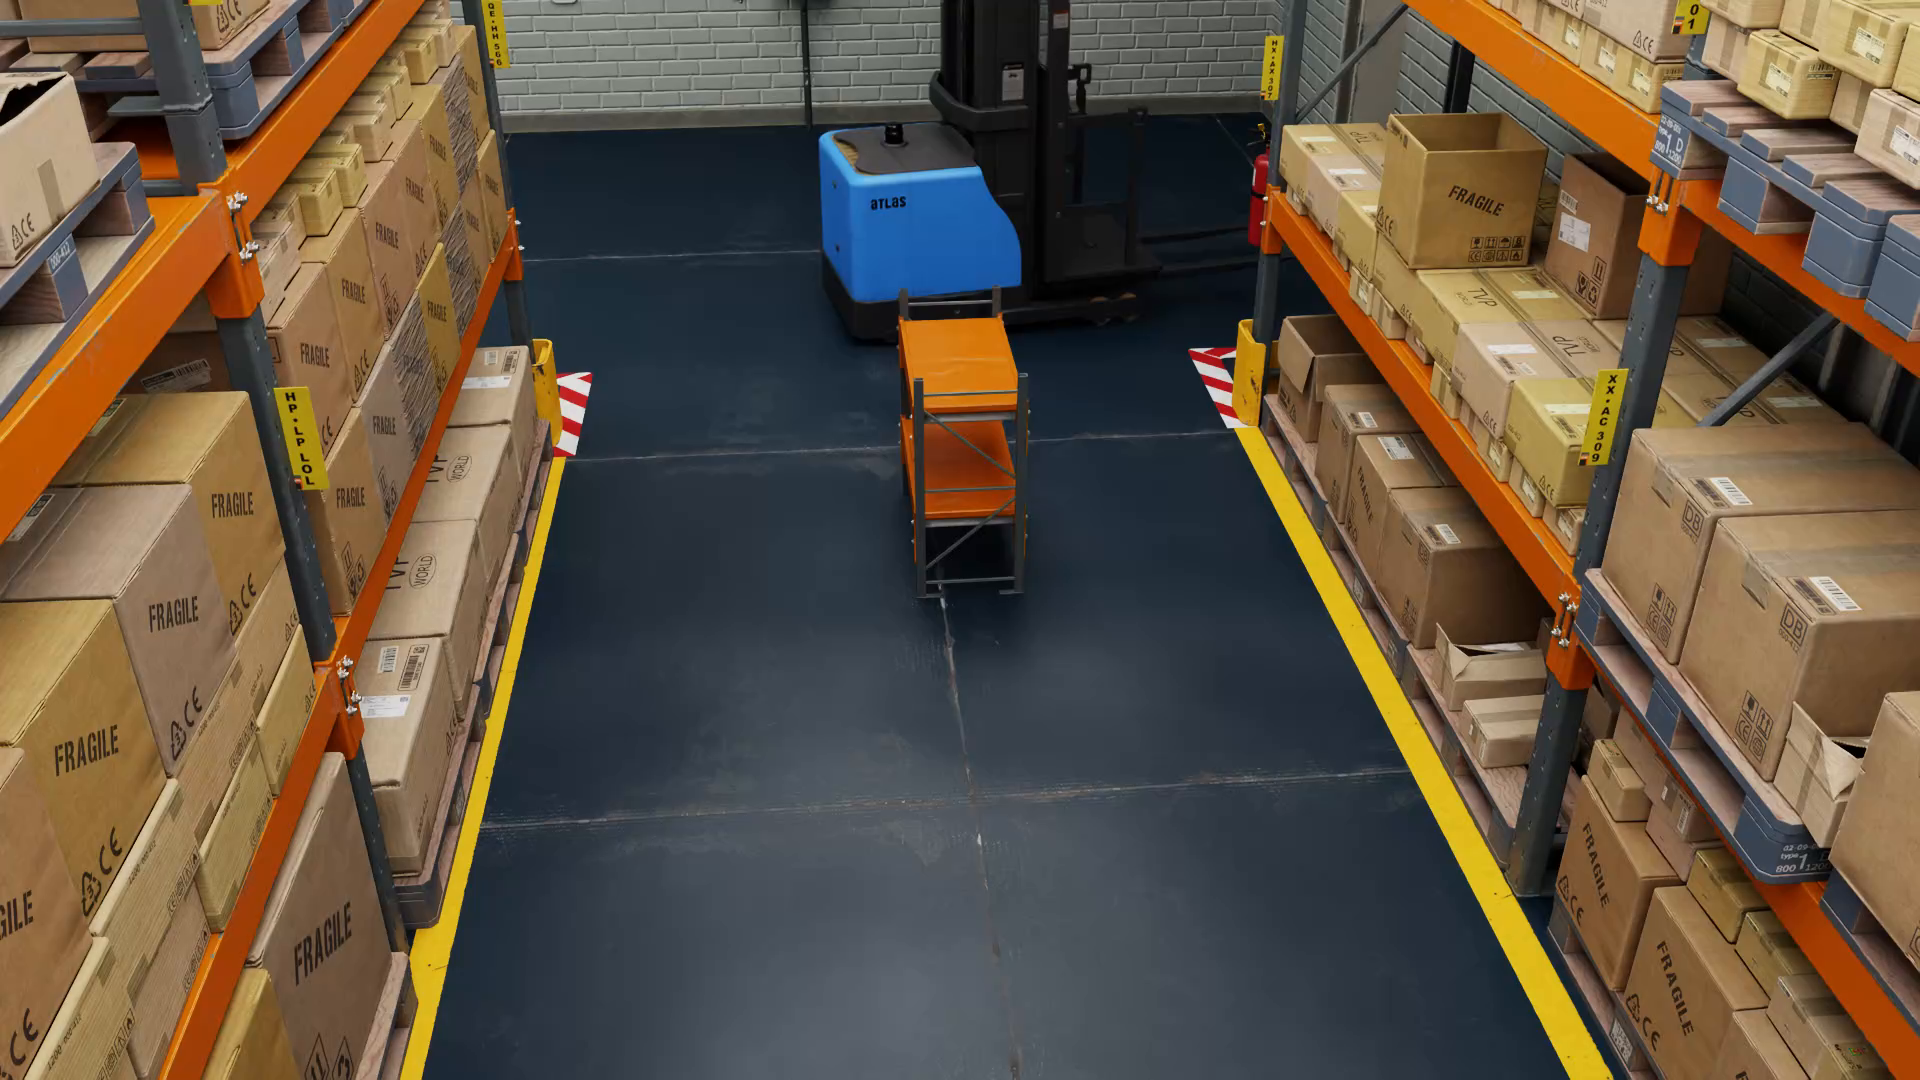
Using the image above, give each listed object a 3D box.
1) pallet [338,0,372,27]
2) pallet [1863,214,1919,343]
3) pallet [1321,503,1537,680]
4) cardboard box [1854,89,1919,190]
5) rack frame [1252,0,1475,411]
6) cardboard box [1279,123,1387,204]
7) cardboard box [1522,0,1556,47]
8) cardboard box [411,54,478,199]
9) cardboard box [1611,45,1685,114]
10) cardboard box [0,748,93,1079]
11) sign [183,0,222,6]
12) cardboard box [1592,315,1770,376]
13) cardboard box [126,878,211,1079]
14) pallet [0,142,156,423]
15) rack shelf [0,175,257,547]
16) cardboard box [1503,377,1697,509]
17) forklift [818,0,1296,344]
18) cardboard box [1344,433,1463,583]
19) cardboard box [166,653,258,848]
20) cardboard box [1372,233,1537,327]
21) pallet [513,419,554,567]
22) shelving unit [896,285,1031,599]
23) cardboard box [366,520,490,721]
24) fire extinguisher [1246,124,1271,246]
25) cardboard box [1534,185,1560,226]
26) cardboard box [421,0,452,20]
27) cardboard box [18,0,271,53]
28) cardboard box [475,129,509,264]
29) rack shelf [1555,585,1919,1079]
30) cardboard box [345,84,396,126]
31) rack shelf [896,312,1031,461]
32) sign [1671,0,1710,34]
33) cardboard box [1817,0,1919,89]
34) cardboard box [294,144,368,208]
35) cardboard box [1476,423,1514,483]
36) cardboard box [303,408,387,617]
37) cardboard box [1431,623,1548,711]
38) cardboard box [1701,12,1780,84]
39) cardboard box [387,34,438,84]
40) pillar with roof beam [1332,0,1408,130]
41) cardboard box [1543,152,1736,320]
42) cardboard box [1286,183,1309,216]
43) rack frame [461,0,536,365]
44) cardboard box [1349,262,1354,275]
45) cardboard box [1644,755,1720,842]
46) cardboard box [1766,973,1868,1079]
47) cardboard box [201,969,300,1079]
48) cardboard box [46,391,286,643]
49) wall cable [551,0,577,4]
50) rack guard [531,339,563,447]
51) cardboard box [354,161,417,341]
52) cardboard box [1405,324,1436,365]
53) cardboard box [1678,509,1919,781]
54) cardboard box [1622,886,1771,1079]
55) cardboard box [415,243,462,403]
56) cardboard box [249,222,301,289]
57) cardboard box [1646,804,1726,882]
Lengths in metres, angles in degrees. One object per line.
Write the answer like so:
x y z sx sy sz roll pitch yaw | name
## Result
-2.600 -2.083 5.973 1.003 0.211 1.213 -3 31 -5 | pallet
2.609 -0.375 3.210 1.213 0.211 1.003 -3 31 -5 | pallet
2.338 0.189 7.728 1.003 0.211 1.213 -3 31 -5 | pallet
2.200 -0.873 3.600 0.380 0.149 0.250 -2 31 -4 | cardboard box
2.144 -2.076 8.800 1.000 3.000 0.127 -3 31 -5 | rack frame
1.919 -1.894 8.352 0.500 0.250 0.500 -3 31 -4 | cardboard box
2.136 -1.771 5.610 0.380 0.149 0.250 -3 31 -5 | cardboard box
-2.437 -1.808 7.279 0.500 0.500 0.500 -3 31 -4 | cardboard box
2.190 -1.383 4.959 0.380 0.149 0.250 -3 31 -5 | cardboard box
-1.985 0.737 3.018 0.500 0.500 0.500 -2 31 -4 | cardboard box
-1.884 -1.469 4.049 0.100 0.325 0.005 -3 31 -5 | sign
2.687 -0.618 6.216 0.500 0.250 0.500 -3 31 -5 | cardboard box
-2.056 1.006 3.786 0.500 0.250 0.500 -4 31 -6 | cardboard box
-2.289 -0.534 3.480 0.805 0.209 1.217 -4 31 -7 | pallet
-2.237 0.249 2.685 1.077 0.370 4.000 -3 31 -5 | rack shelf
2.228 -0.345 5.759 0.500 0.250 0.500 -2 31 -3 | cardboard box
0.671 -2.882 10.218 3.031 2.935 1.130 -8 32 -14 | forklift
2.098 -0.153 7.609 0.500 0.500 0.500 -2 31 -4 | cardboard box
-2.086 0.524 4.106 0.500 0.250 0.500 -2 31 -3 | cardboard box
2.086 -1.118 7.053 0.500 0.250 0.500 -4 31 -6 | cardboard box
-2.645 -0.234 8.436 1.003 0.211 1.213 -3 31 -5 | pallet
-0.001 -0.486 7.967 0.538 1.125 1.048 -3 31 -5 | shelving unit
-2.459 0.343 6.839 0.875 0.438 0.875 -4 31 -6 | cardboard box
1.671 -1.935 9.004 0.296 0.674 0.183 -3 31 -5 | fire extinguisher
2.540 -1.400 7.526 0.500 0.250 0.500 -2 31 -3 | cardboard box
-2.564 -2.413 7.659 0.380 0.149 0.250 -2 31 -4 | cardboard box
-2.269 -1.658 4.571 0.500 0.500 0.500 -2 31 -4 | cardboard box
-2.489 -1.645 7.982 0.500 0.500 0.500 -3 31 -4 | cardboard box
2.705 1.297 3.856 1.077 0.370 4.000 -3 31 -5 | rack shelf
-2.385 -1.629 6.347 0.380 0.149 0.250 -2 31 -3 | cardboard box
-0.001 -0.738 7.817 0.538 0.278 1.000 -3 31 -5 | rack shelf
1.979 -1.513 4.429 0.100 0.325 0.005 -3 31 -5 | sign
2.187 -1.126 3.733 0.380 0.149 0.250 -3 31 -6 | cardboard box
-2.258 -1.243 5.701 0.380 0.149 0.250 -4 31 -6 | cardboard box
2.143 -0.340 6.138 0.380 0.149 0.250 -2 31 -3 | cardboard box
-2.207 -0.089 5.376 0.500 0.500 0.500 -2 31 -3 | cardboard box
2.140 0.507 6.732 0.396 0.266 0.258 -2 31 -3 | cardboard box
2.150 -1.265 4.255 0.380 0.149 0.250 -2 31 -4 | cardboard box
-2.426 -2.026 7.012 0.380 0.149 0.250 -2 31 -3 | cardboard box
-1.496 -5.865 9.293 9.100 9.000 0.400 -3 31 -5 | pillar with roof beam
2.644 -1.192 6.445 0.500 0.500 0.500 -4 31 -6 | cardboard box
1.902 -1.787 8.561 0.380 0.149 0.250 -3 31 -5 | cardboard box
-2.797 -1.836 8.398 1.000 3.000 0.127 -3 31 -5 | rack frame
2.024 -1.259 7.678 0.380 0.149 0.250 -2 31 -4 | cardboard box
2.359 0.780 5.125 0.380 0.149 0.250 -4 31 -7 | cardboard box
2.450 1.314 4.521 0.380 0.149 0.250 -3 31 -5 | cardboard box
-2.194 1.712 4.121 0.875 0.875 0.875 -2 31 -3 | cardboard box
-2.132 -0.050 4.336 0.500 0.500 0.500 -2 31 -3 | cardboard box
-3.347 -5.163 12.948 0.585 1.953 0.123 -3 31 -5 | wall cable
-2.799 -0.775 9.060 1.175 0.500 0.348 -3 31 -5 | rack guard
-2.304 -1.041 5.995 0.500 0.500 0.500 -2 31 -4 | cardboard box
2.111 -0.865 7.018 0.380 0.149 0.250 -3 31 -5 | cardboard box
2.389 0.266 4.373 0.700 0.500 0.500 -2 31 -4 | cardboard box
2.399 1.389 5.028 0.500 0.500 0.500 -3 31 -5 | cardboard box
-2.338 -0.863 6.672 0.500 0.500 0.500 -2 31 -3 | cardboard box
-2.234 -0.848 5.039 0.380 0.149 0.250 -2 31 -4 | cardboard box
2.390 0.915 5.189 0.380 0.149 0.250 -4 31 -6 | cardboard box
